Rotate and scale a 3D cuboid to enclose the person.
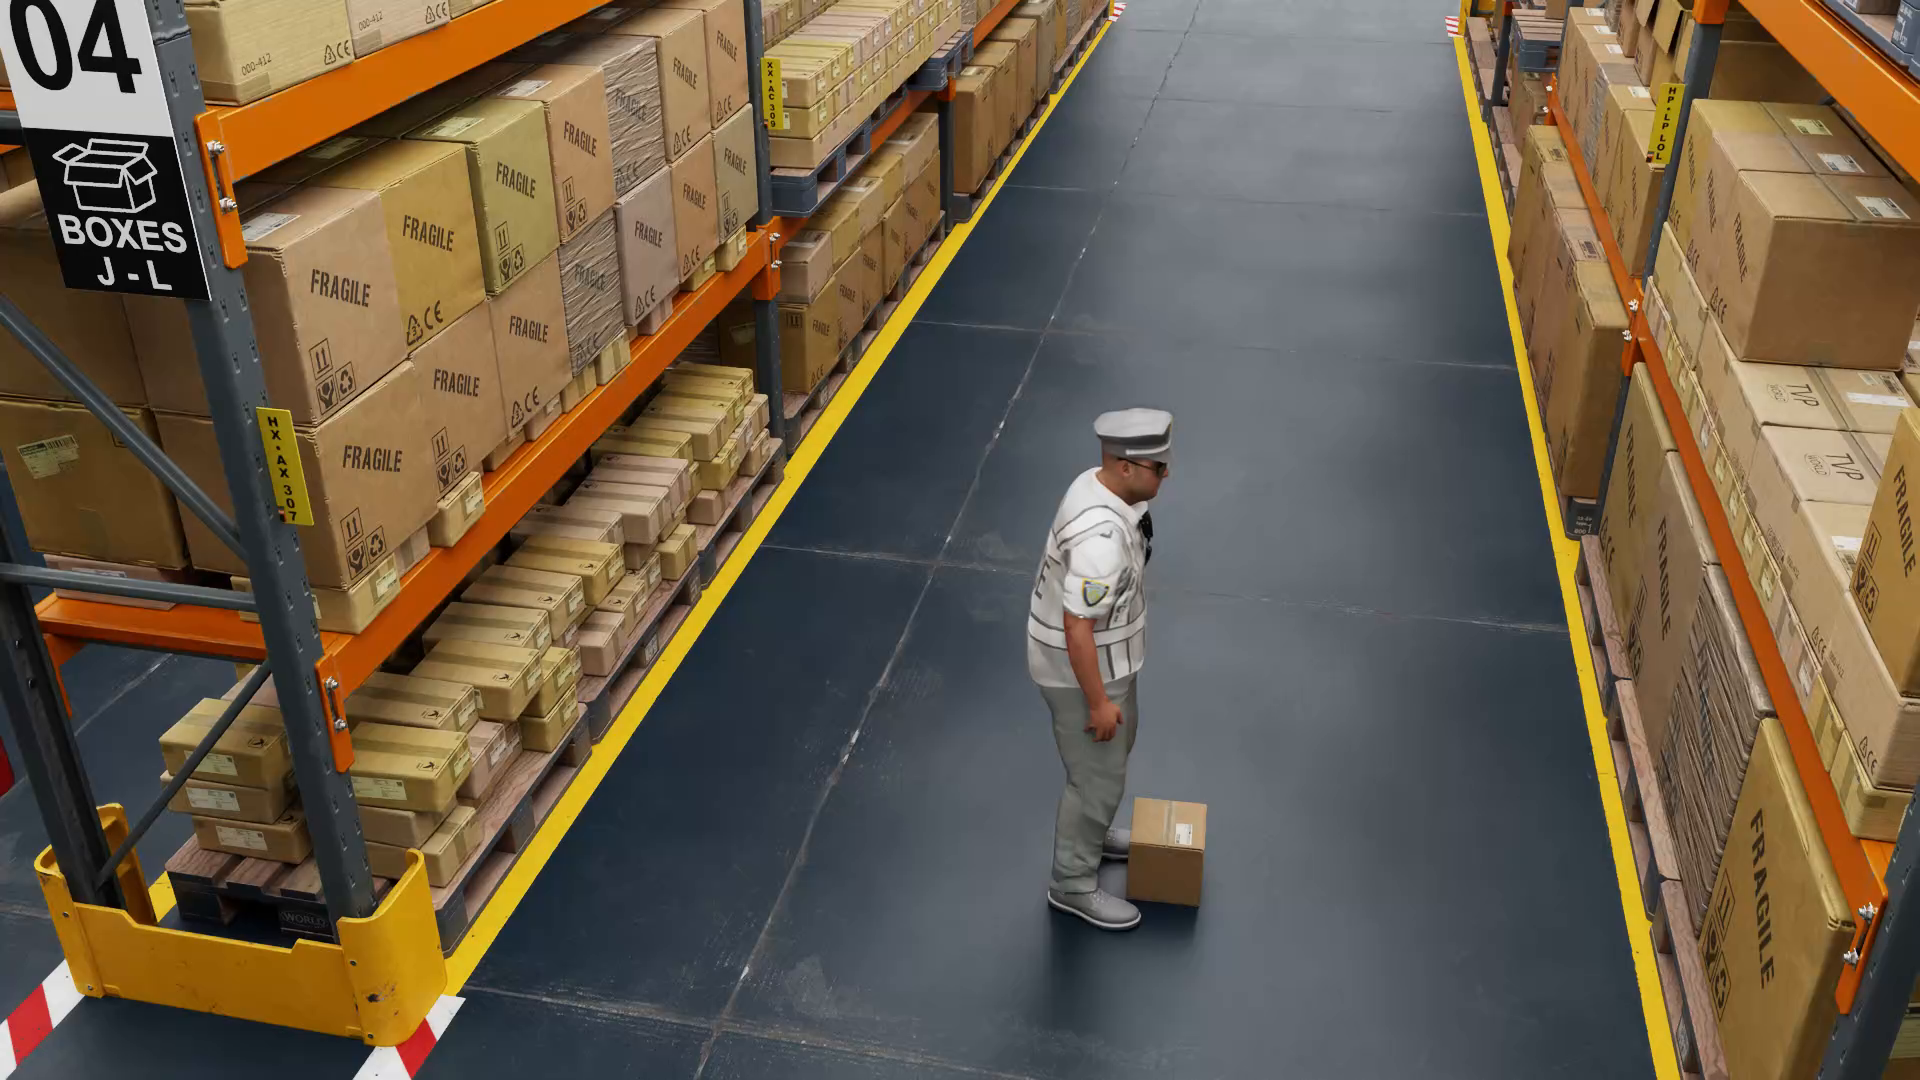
[{"bbox_3d":[0.442,0.392,5.397,0.433,1.748,0.584,6,29,11],"label":"person"}]
